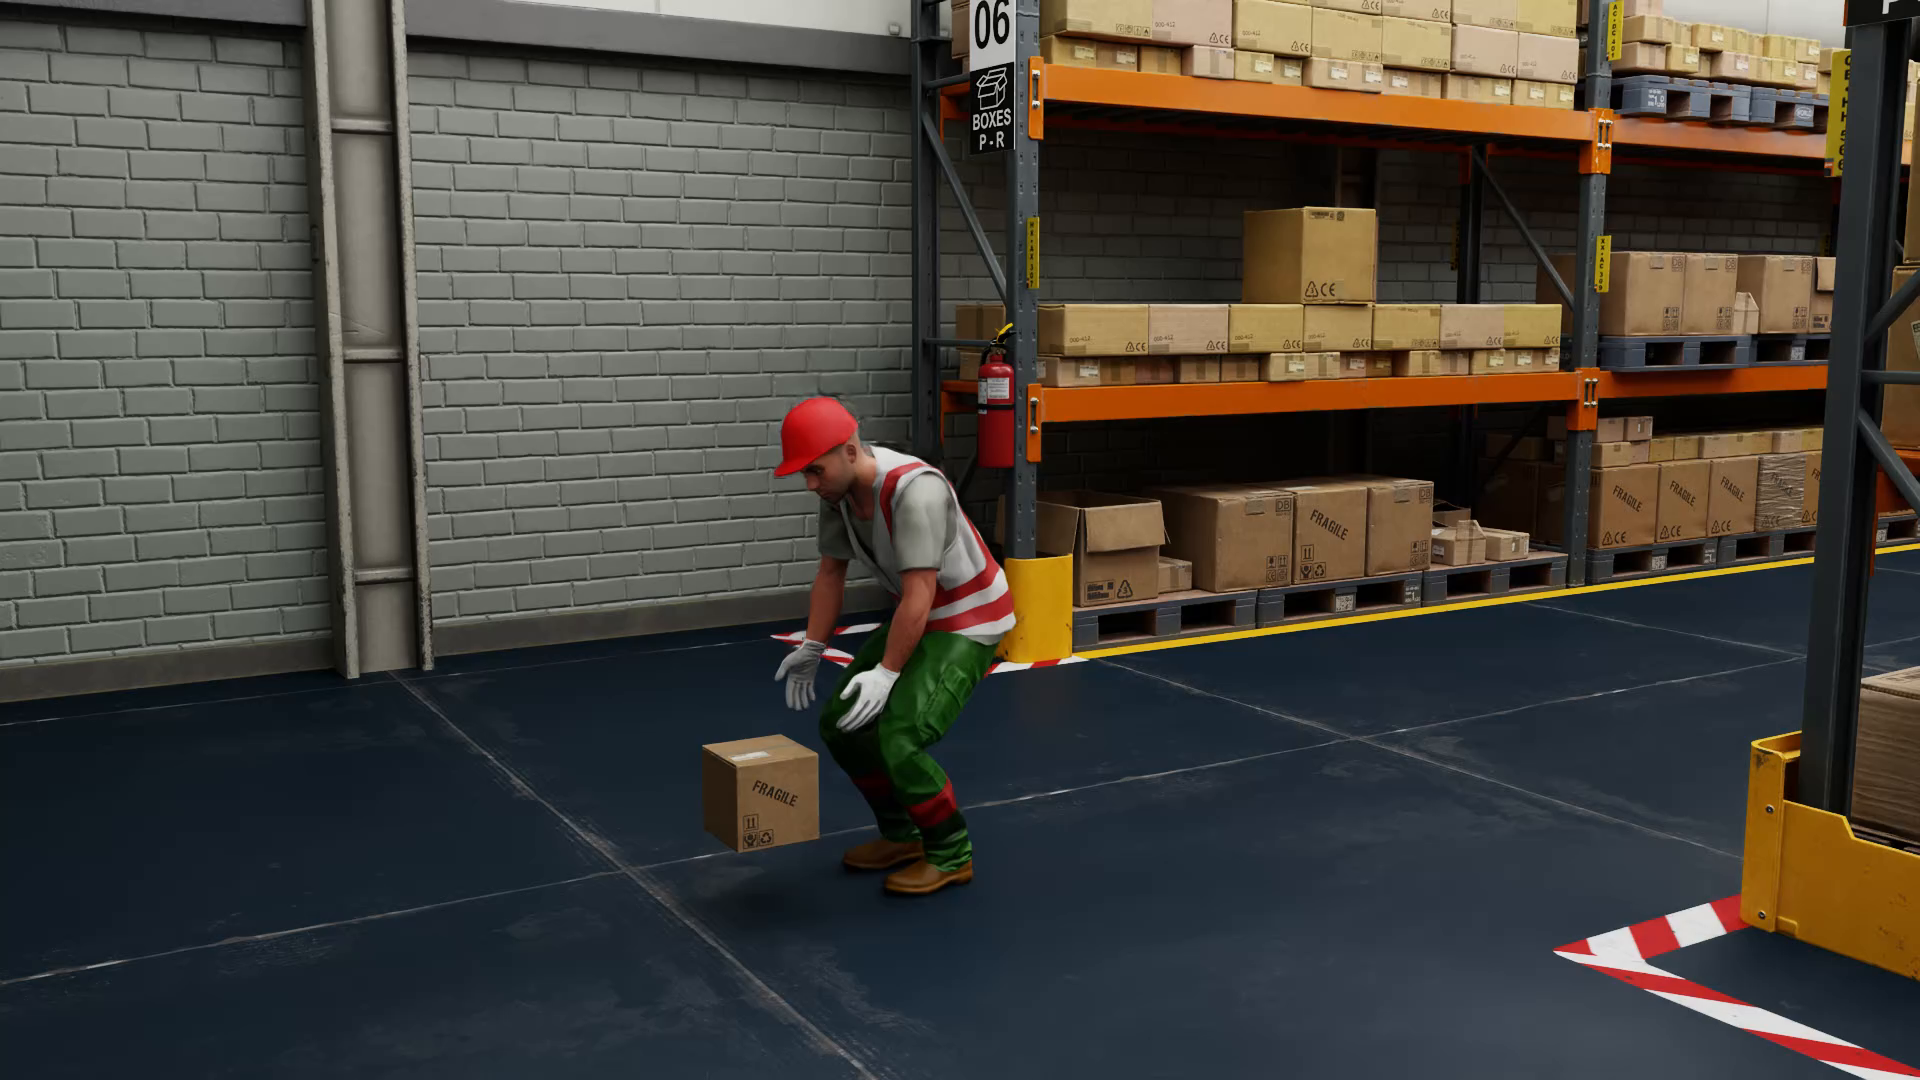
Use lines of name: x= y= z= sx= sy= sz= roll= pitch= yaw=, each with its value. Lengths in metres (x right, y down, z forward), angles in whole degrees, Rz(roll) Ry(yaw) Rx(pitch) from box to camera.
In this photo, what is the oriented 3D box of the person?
person: x=-0.187 y=0.302 z=4.838 sx=0.749 sy=1.443 sz=0.583 roll=-5 pitch=9 yaw=-31
